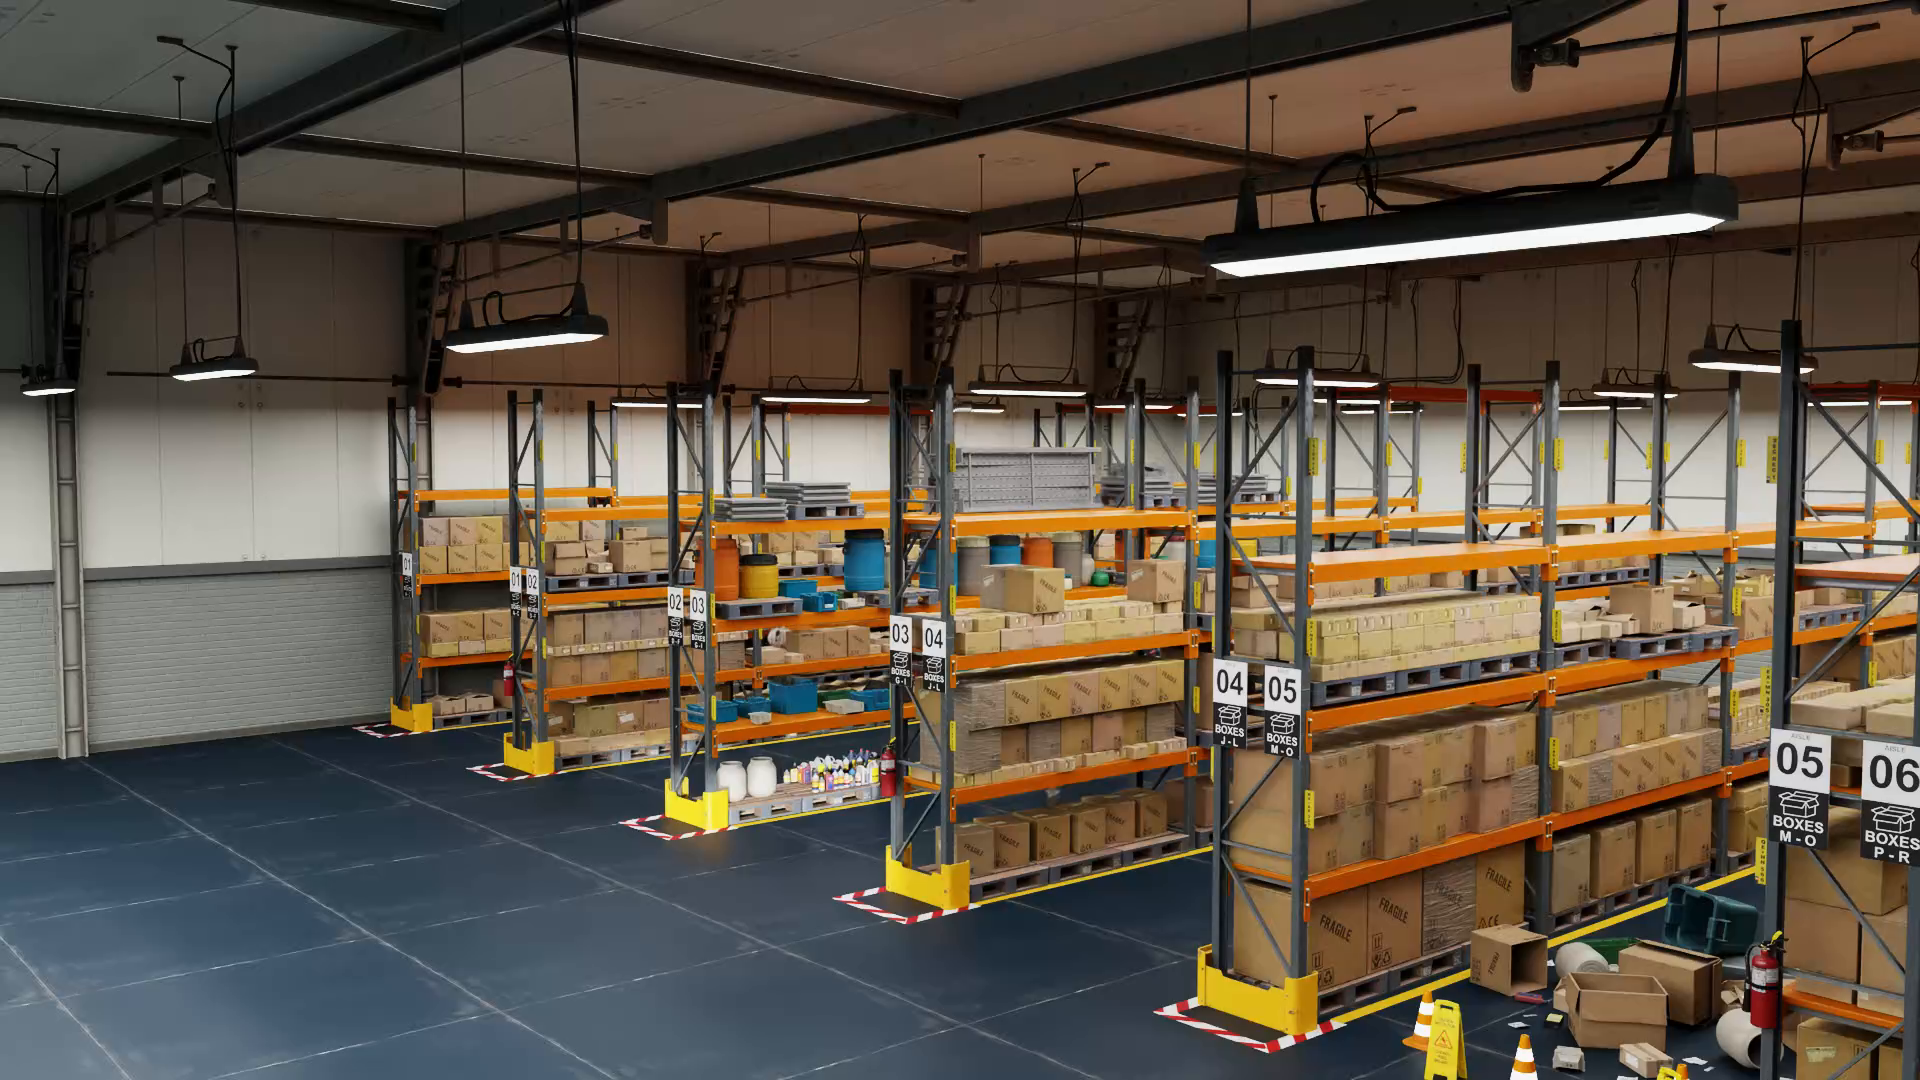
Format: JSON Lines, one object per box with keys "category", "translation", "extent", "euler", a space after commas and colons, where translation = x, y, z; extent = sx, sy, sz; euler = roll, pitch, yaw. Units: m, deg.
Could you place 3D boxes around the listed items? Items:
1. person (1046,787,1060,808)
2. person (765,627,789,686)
{"category": "person", "translation": [1.218, 2.903, 23.569], "extent": [0.606, 1.814, 0.733], "euler": [2, 4, 33]}
{"category": "person", "translation": [-3.495, 2.219, 31.585], "extent": [0.552, 1.709, 0.628], "euler": [2, 4, 35]}
